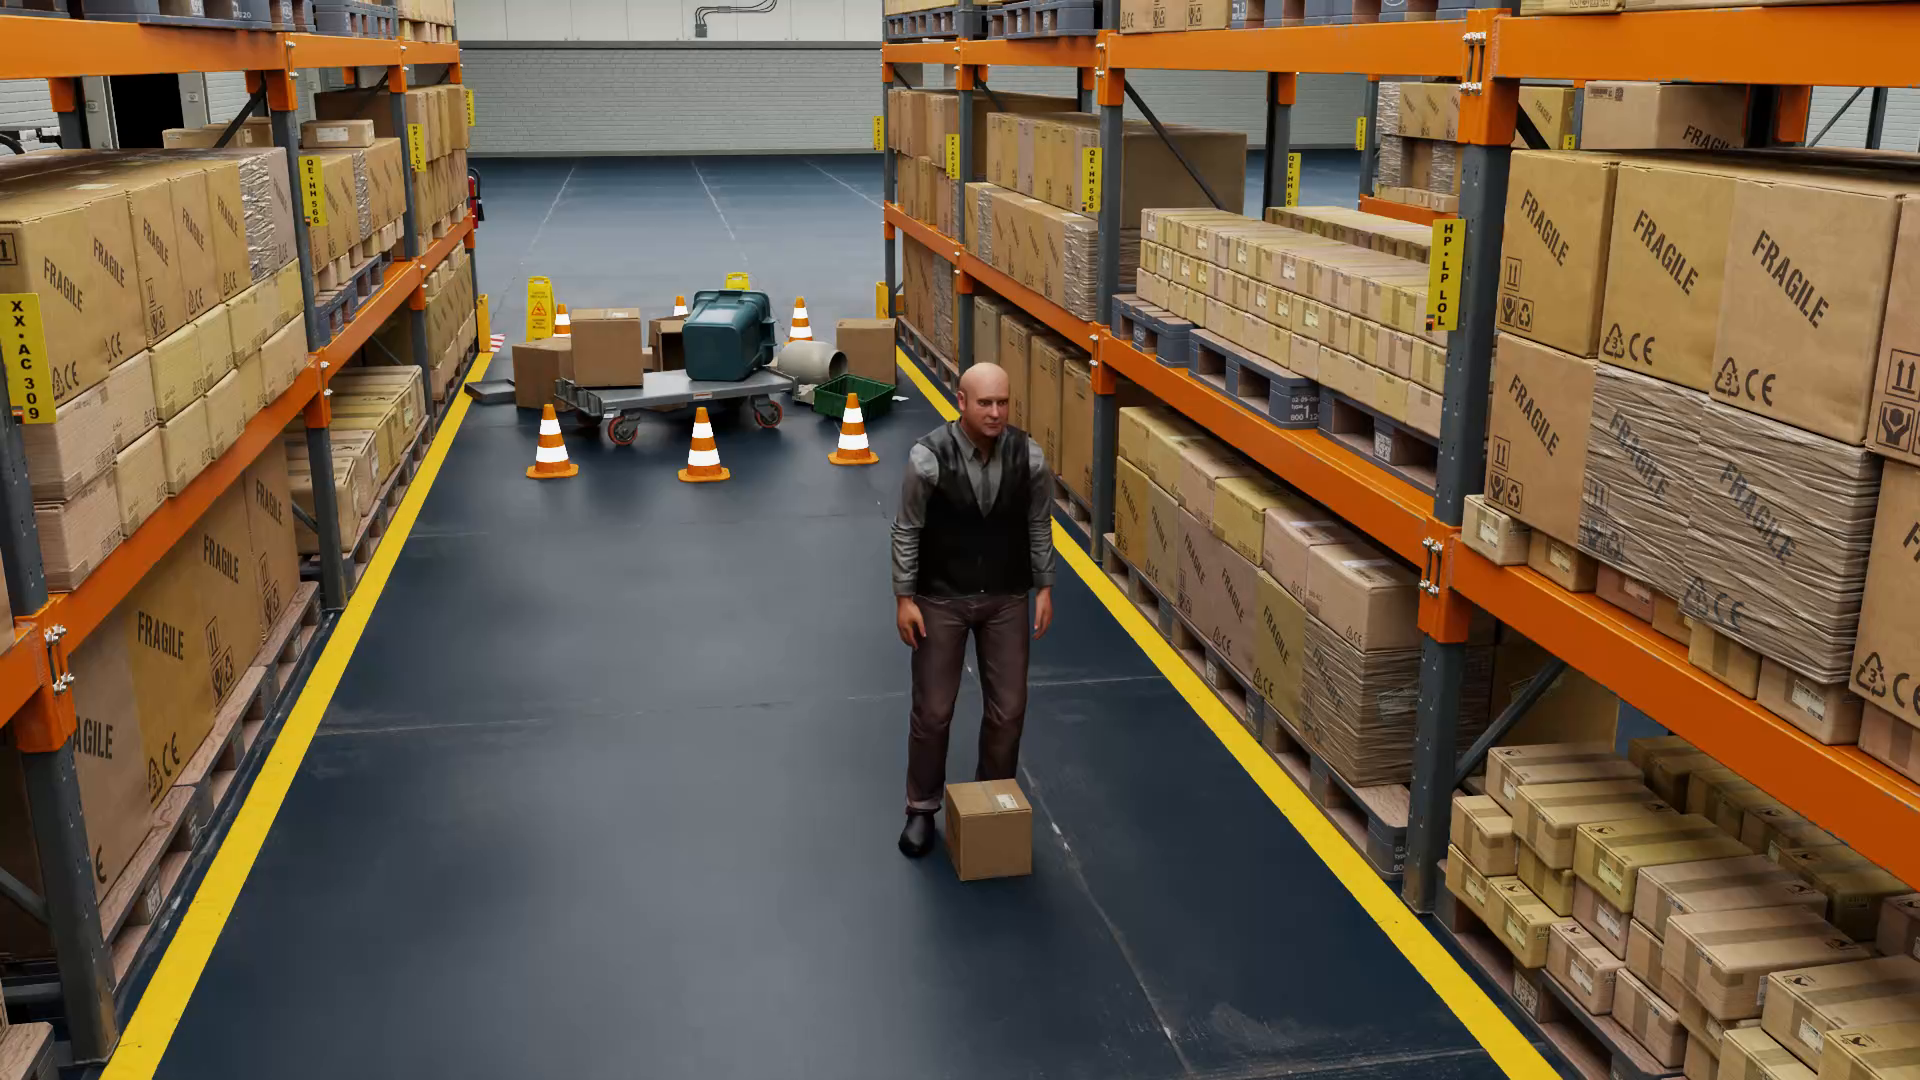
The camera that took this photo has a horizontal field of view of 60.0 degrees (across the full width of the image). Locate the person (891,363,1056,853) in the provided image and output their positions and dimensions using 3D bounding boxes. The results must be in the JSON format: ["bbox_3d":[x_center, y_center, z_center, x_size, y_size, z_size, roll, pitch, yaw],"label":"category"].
[{"bbox_3d":[0.051,0.226,5.800,0.593,1.721,0.473,-4,17,-14],"label":"person"}]
